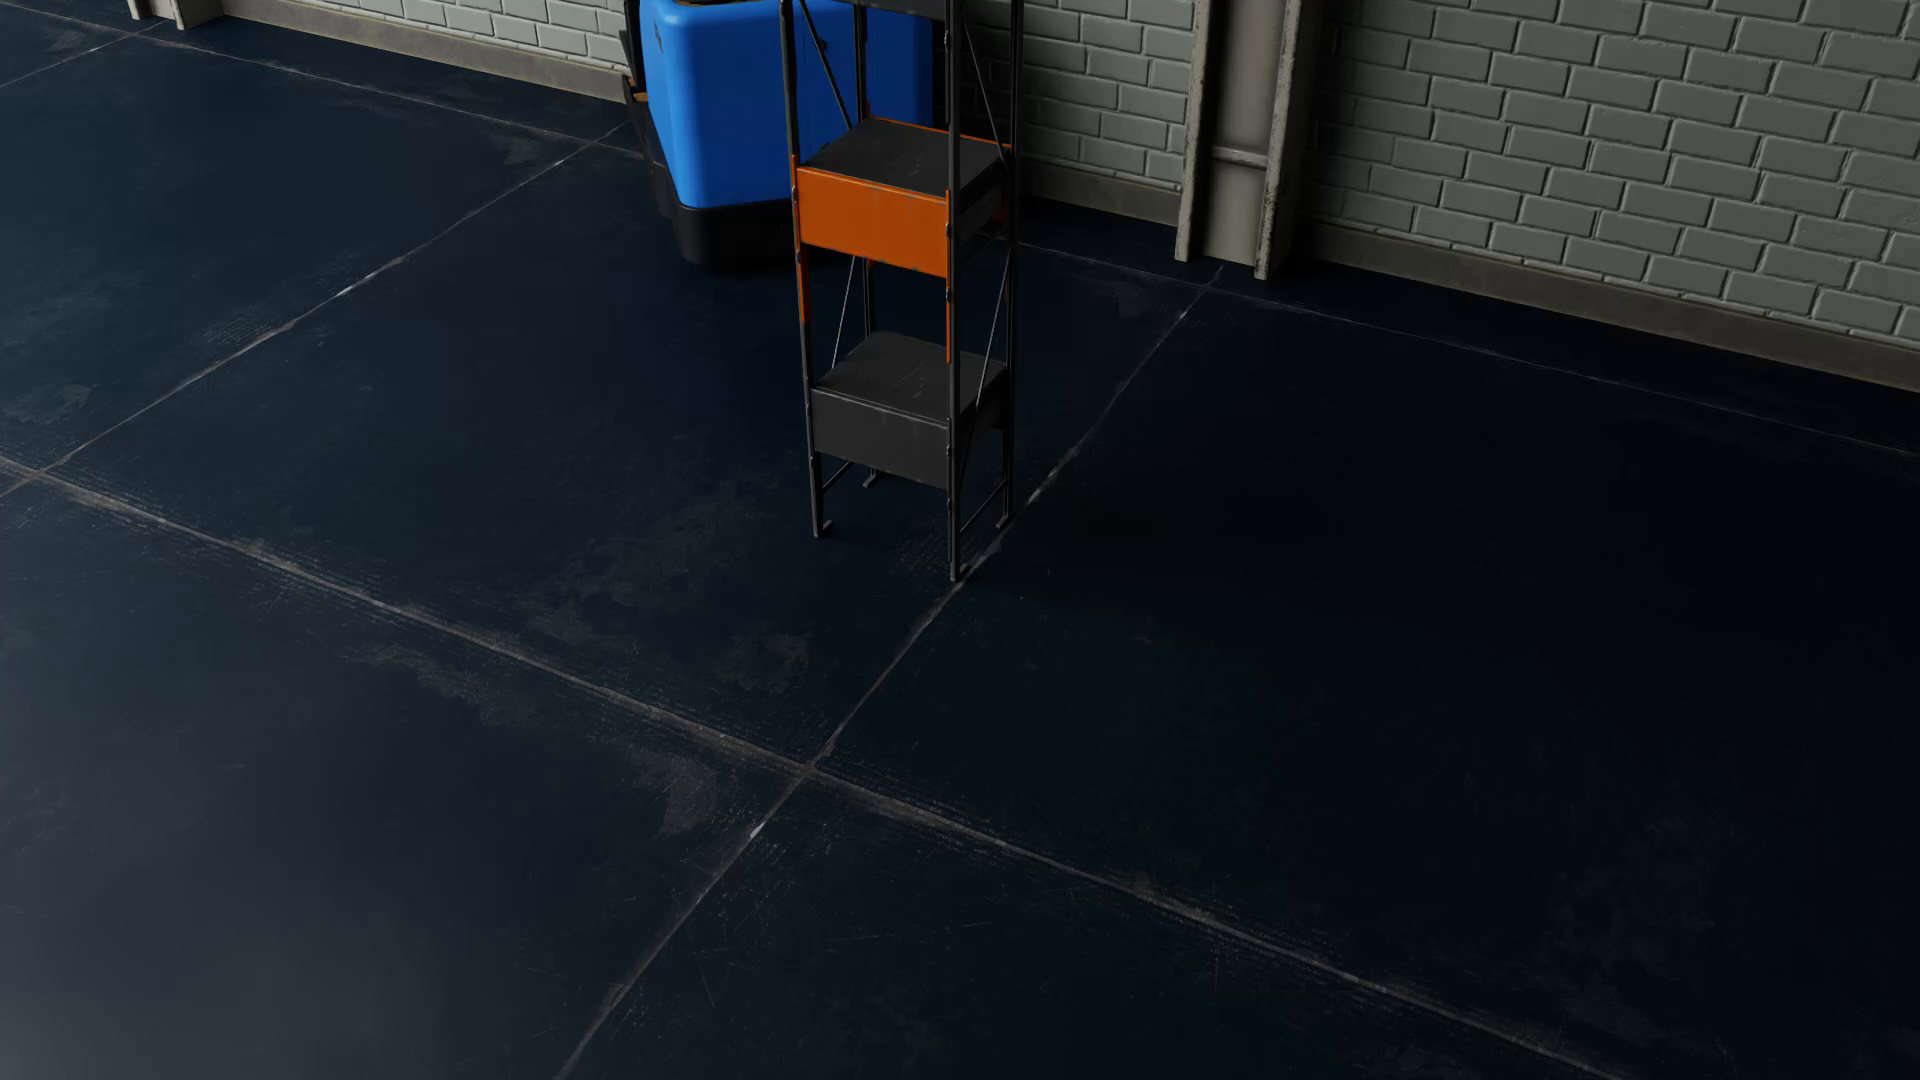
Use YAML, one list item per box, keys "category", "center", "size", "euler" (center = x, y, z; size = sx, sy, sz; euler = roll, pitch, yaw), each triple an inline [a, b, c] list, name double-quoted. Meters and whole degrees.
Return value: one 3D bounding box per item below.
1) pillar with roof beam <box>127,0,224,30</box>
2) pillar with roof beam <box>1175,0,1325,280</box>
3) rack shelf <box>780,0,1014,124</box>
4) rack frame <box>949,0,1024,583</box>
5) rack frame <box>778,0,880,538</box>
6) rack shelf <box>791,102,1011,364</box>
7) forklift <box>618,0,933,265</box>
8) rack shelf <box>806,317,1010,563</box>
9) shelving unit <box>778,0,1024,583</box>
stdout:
- category: "pillar with roof beam"
  center: [-6.191, -4.110, 3.222]
  size: [0.400, 9.000, 9.100]
  euler: [17, 41, 21]
- category: "pillar with roof beam"
  center: [-0.863, -2.442, 1.024]
  size: [0.400, 9.000, 9.100]
  euler: [17, 41, 21]
- category: "rack shelf"
  center: [-0.147, -1.429, 4.261]
  size: [0.480, 0.518, 0.431]
  euler: [17, 41, 21]
- category: "rack frame"
  center: [0.070, -0.815, 4.586]
  size: [0.015, 2.100, 0.400]
  euler: [17, 41, 21]
- category: "rack frame"
  center: [-0.364, -0.950, 4.765]
  size: [0.015, 2.100, 0.400]
  euler: [17, 41, 21]
- category: "rack shelf"
  center: [-0.147, -0.872, 4.684]
  size: [0.480, 0.518, 0.431]
  euler: [17, 41, 21]
- category: "forklift"
  center: [-0.978, -3.145, 6.969]
  size: [1.130, 2.935, 3.031]
  euler: [-10, 38, -12]
- category: "rack shelf"
  center: [-0.147, -0.314, 5.107]
  size: [0.480, 0.518, 0.431]
  euler: [17, 41, 21]
- category: "shelving unit"
  center: [-0.147, -0.882, 4.676]
  size: [0.503, 2.100, 0.431]
  euler: [17, 41, 21]
